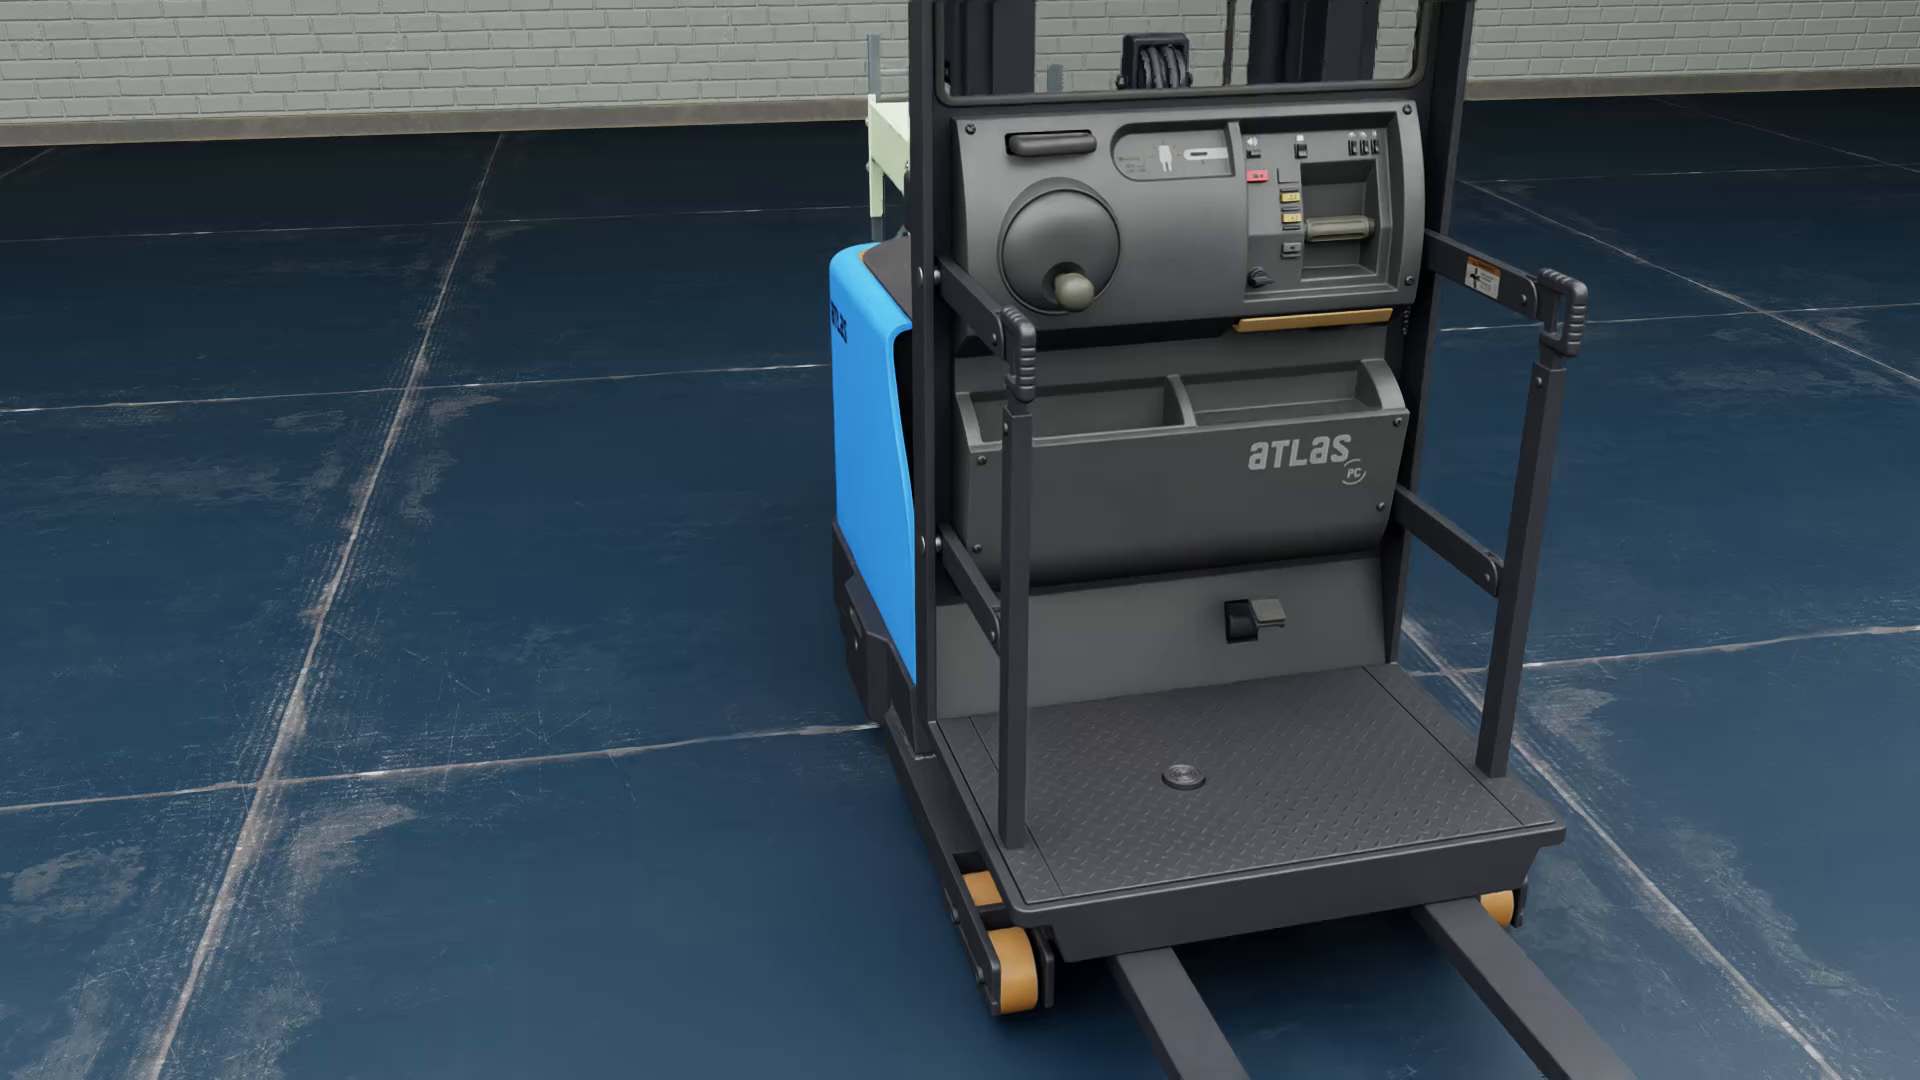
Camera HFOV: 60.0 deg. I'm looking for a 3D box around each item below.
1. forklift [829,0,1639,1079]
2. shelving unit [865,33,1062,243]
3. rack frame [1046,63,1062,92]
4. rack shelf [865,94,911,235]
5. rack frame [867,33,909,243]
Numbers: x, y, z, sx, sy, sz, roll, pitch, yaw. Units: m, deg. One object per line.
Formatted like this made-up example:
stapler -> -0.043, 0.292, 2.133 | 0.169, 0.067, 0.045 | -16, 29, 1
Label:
forklift -> 0.506, -0.608, 2.980 | 1.130, 2.935, 3.031 | -6, 24, -13
shelving unit -> -0.006, -0.694, 4.964 | 0.431, 1.500, 0.755 | -5, 24, -11
rack frame -> 0.068, -0.551, 4.636 | 0.400, 1.500, 0.023 | -5, 24, -11
rack shelf -> -0.005, -1.052, 4.808 | 0.431, 0.370, 0.720 | -5, 24, -11
rack frame -> -0.080, -0.837, 5.293 | 0.400, 1.500, 0.023 | -5, 24, -11
